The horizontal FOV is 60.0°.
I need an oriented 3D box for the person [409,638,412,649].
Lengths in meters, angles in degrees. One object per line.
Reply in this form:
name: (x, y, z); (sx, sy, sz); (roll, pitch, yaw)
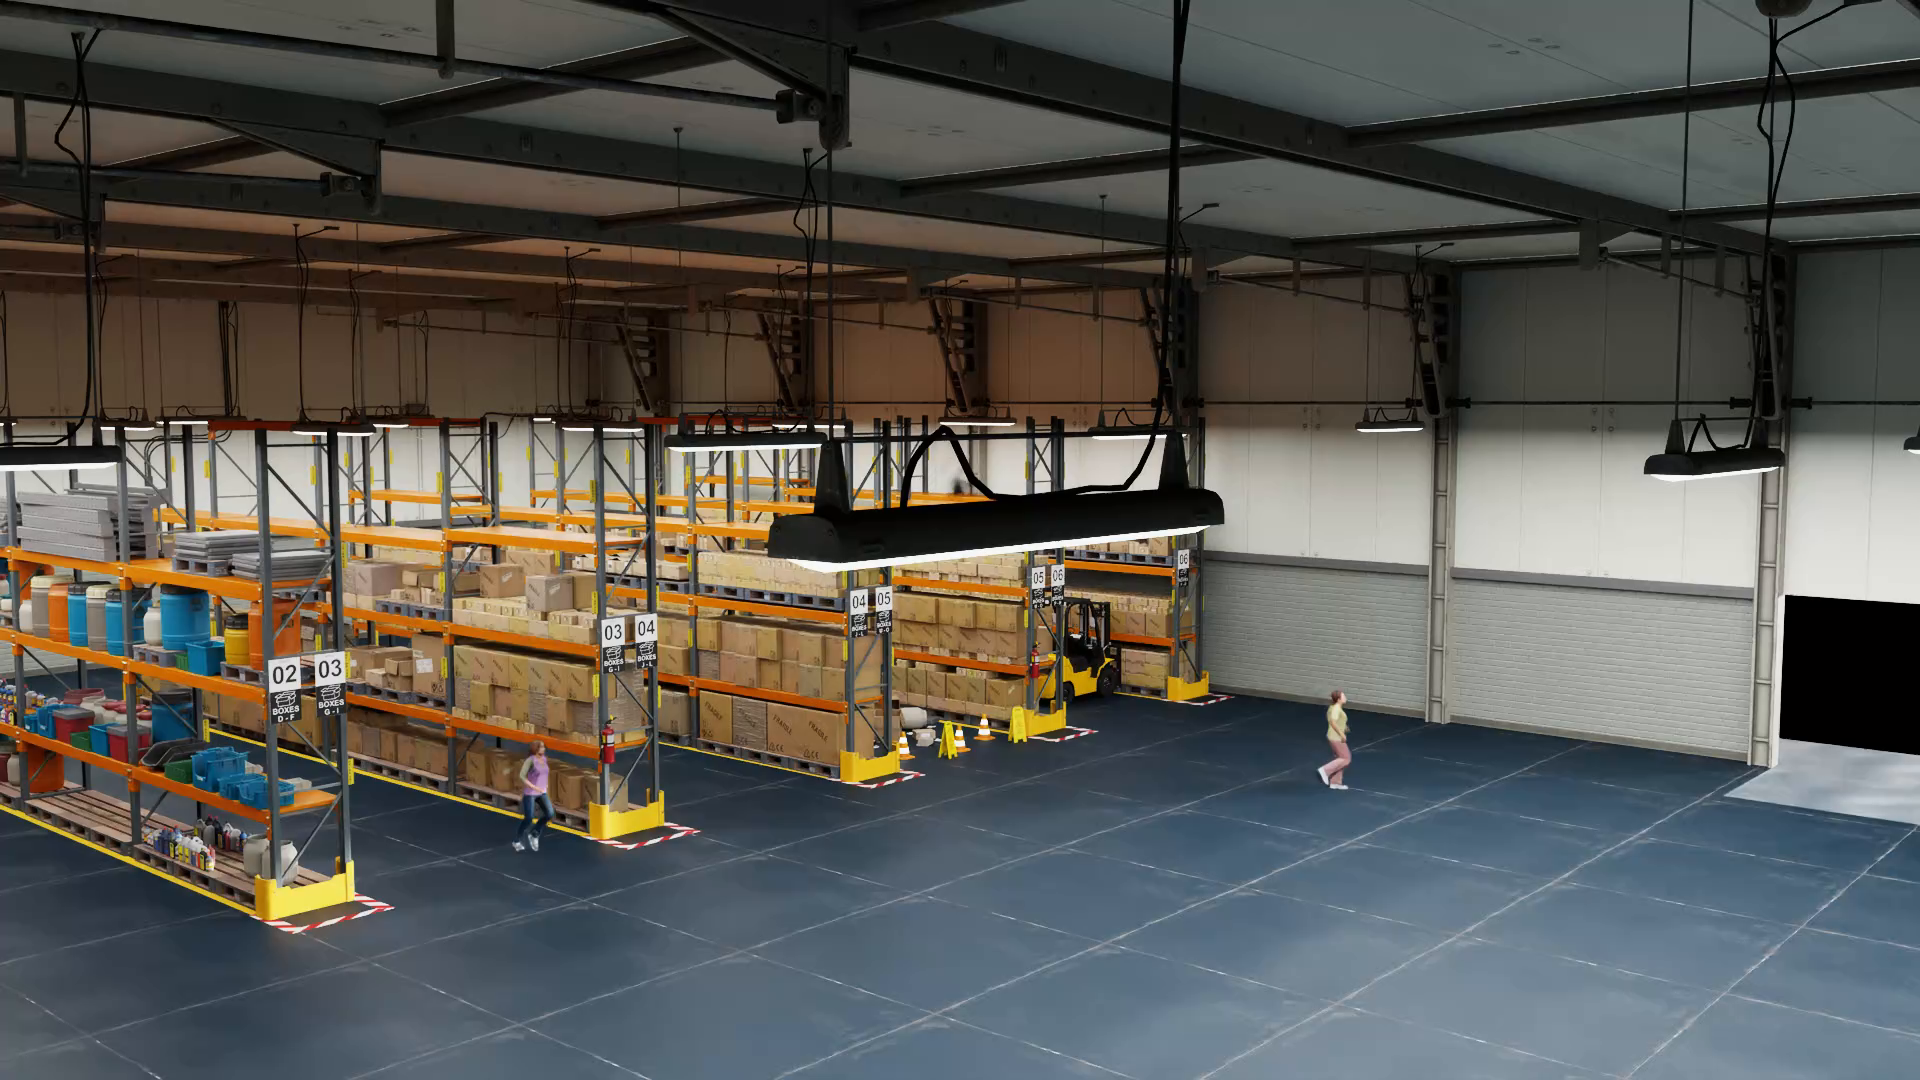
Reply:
person: (-12.962, 2.186, 39.763); (0.917, 1.674, 0.674); (1, 5, 6)

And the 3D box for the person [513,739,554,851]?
person: (-5.991, 3.595, 23.527); (0.578, 1.553, 0.604); (3, 6, 33)

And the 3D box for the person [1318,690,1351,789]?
person: (6.128, 3.263, 27.220); (0.585, 1.639, 0.574); (0, 5, -3)
